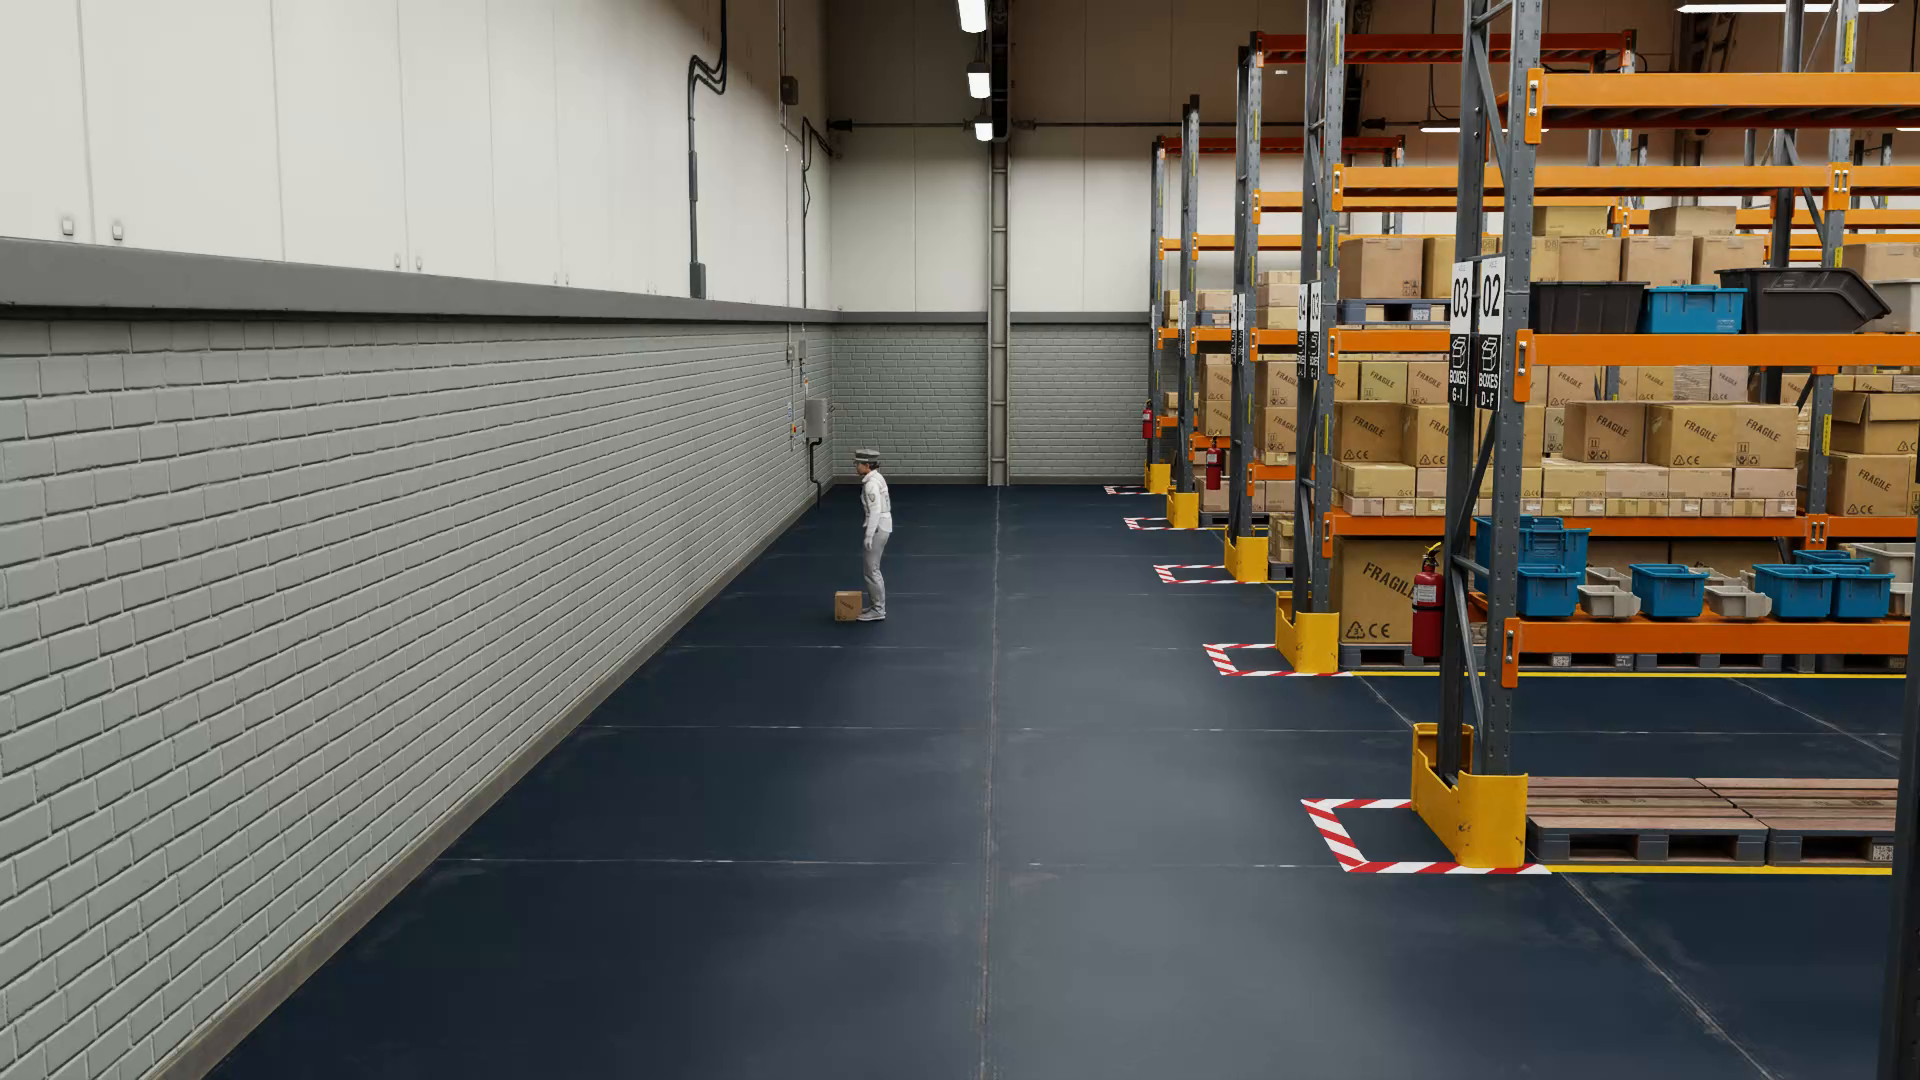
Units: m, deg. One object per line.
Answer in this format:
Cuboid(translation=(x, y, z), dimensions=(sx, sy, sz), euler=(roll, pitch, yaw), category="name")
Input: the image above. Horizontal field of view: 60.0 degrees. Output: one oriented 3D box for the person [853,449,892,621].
Cuboid(translation=(-0.847, -0.056, 16.200), dimensions=(0.376, 1.662, 0.527), euler=(0, 7, 1), category="person")
